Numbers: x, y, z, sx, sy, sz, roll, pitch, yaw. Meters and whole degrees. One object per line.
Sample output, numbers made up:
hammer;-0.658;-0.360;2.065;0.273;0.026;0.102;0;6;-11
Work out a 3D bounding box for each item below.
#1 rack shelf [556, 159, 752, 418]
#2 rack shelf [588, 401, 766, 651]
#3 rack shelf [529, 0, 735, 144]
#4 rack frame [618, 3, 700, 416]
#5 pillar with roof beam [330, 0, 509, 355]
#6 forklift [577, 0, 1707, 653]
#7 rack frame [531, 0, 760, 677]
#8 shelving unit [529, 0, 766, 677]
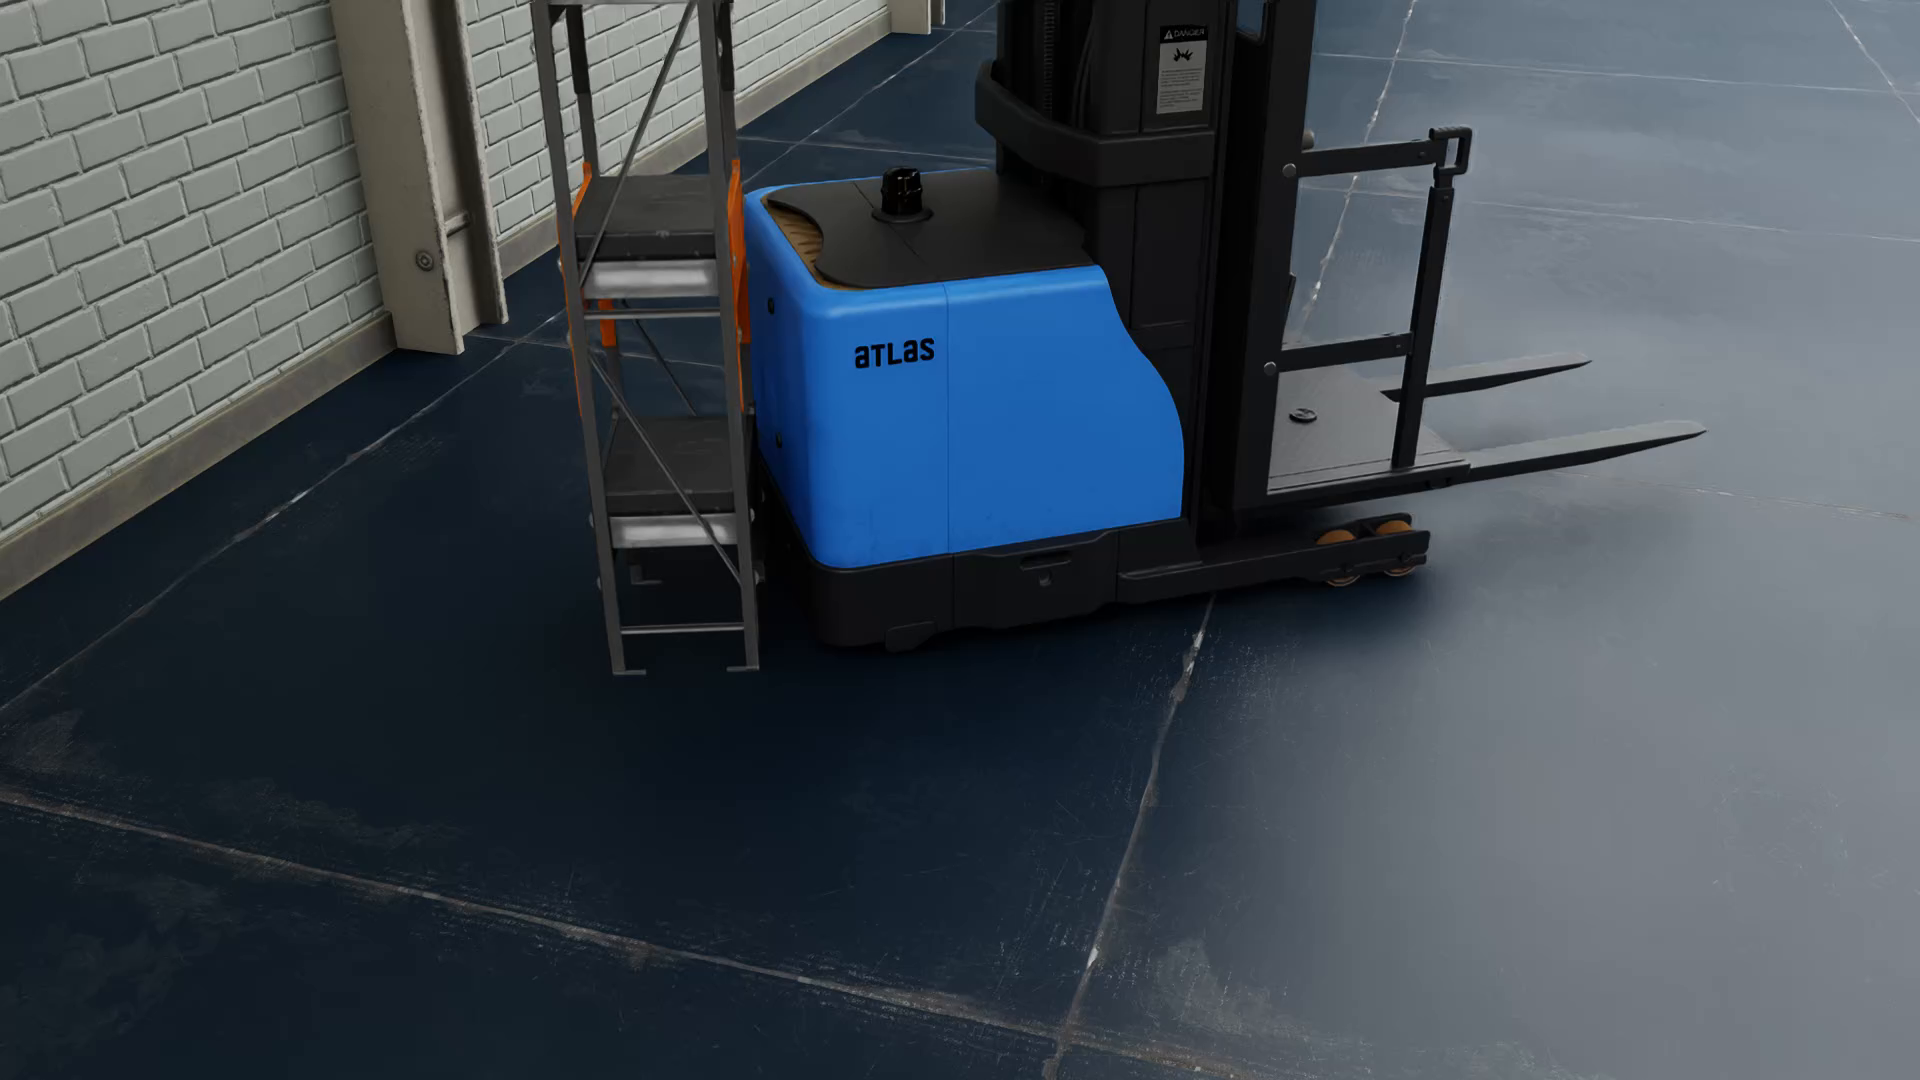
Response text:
rack shelf;-0.771;-0.657;4.300;0.431;0.518;0.480;-2;29;-3
rack shelf;-0.771;-0.046;4.640;0.431;0.518;0.480;-2;29;-3
rack shelf;-0.771;-1.269;3.959;0.431;0.518;0.480;-2;29;-3
rack frame;-0.789;-0.788;4.506;0.380;1.831;0.006;-2;29;-3
pillar with roof beam;2.043;-4.162;3.474;9.100;9.000;0.400;8;30;15
forklift;0.697;-1.345;4.653;3.464;2.935;1.130;-9;30;-15
rack frame;-0.755;-0.551;4.080;0.400;2.100;0.015;-2;29;-3
shelving unit;-0.771;-0.668;4.291;0.431;2.100;0.499;-2;29;-3
